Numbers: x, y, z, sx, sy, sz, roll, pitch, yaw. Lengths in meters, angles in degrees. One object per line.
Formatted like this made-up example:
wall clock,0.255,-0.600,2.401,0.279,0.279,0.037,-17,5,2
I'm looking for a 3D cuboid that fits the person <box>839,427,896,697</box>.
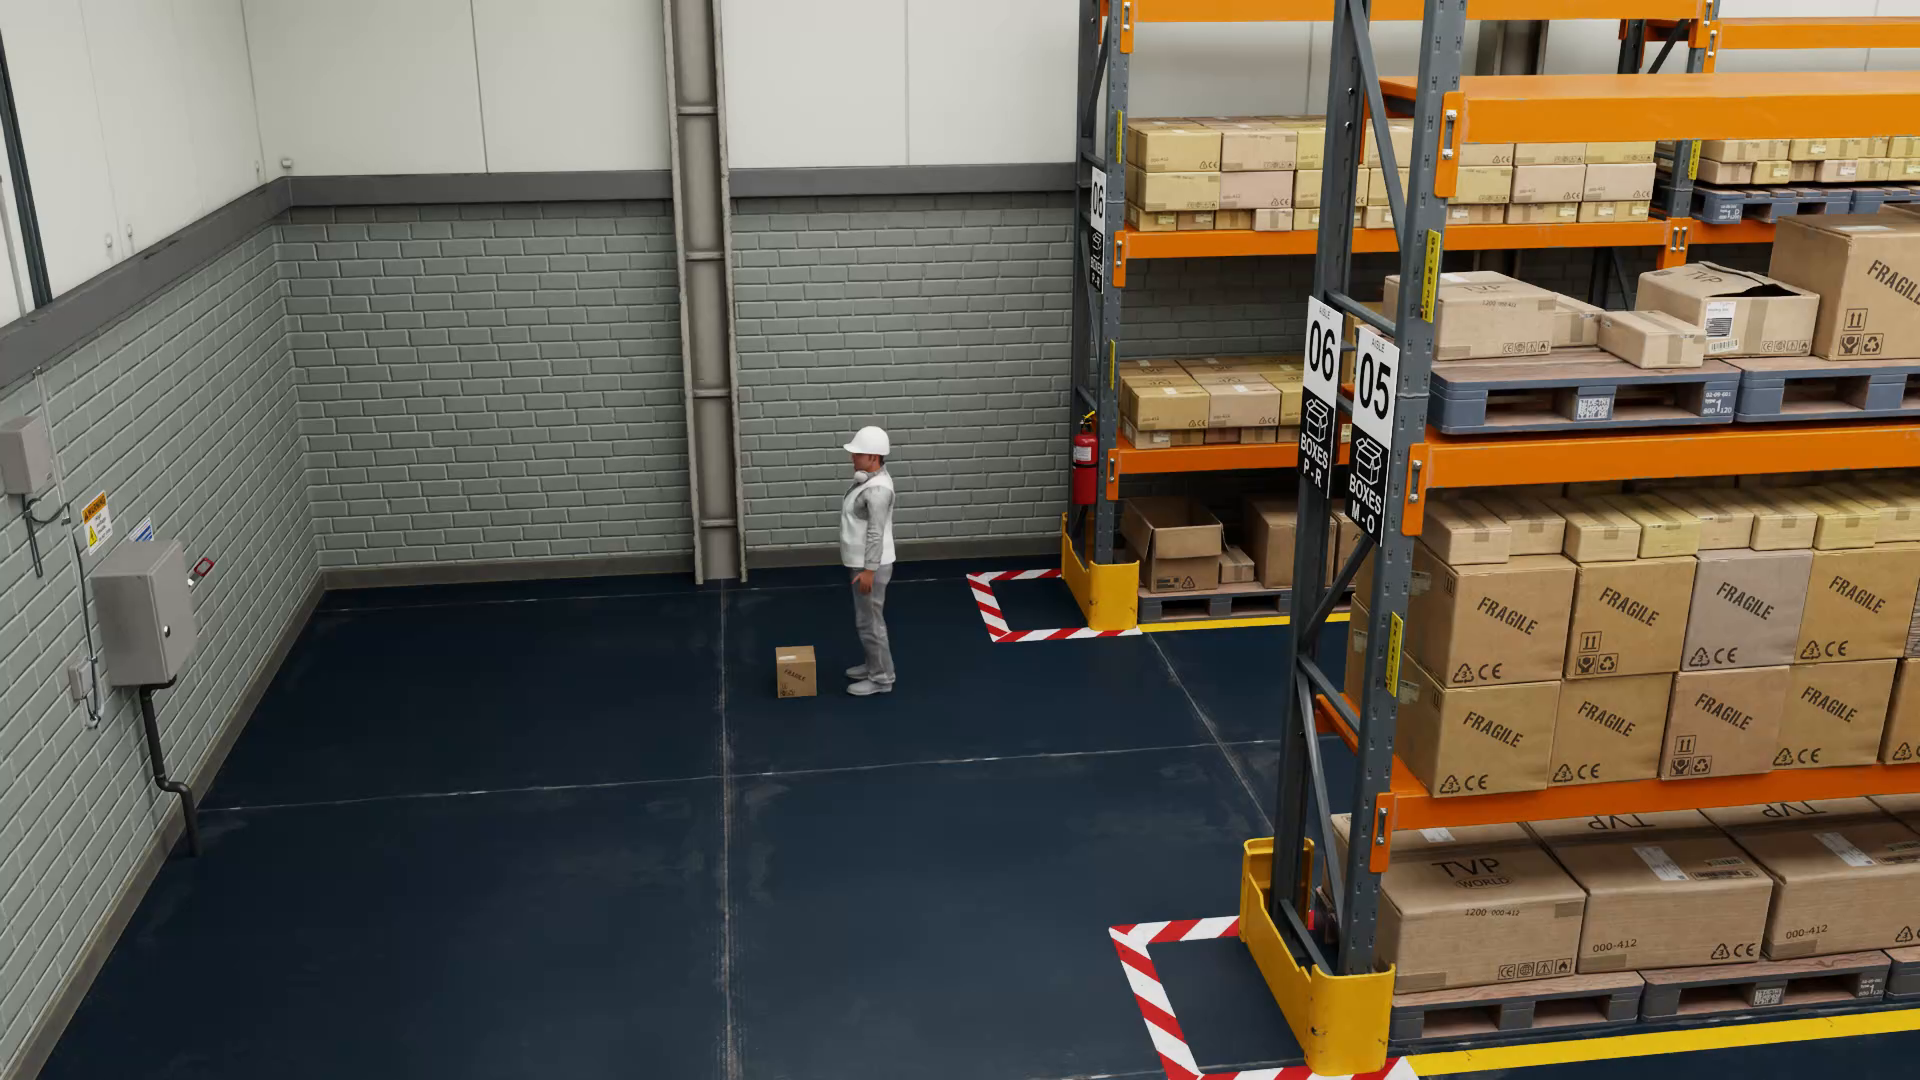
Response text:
person,-0.593,0.132,10.681,0.358,1.775,0.532,-2,20,-6
